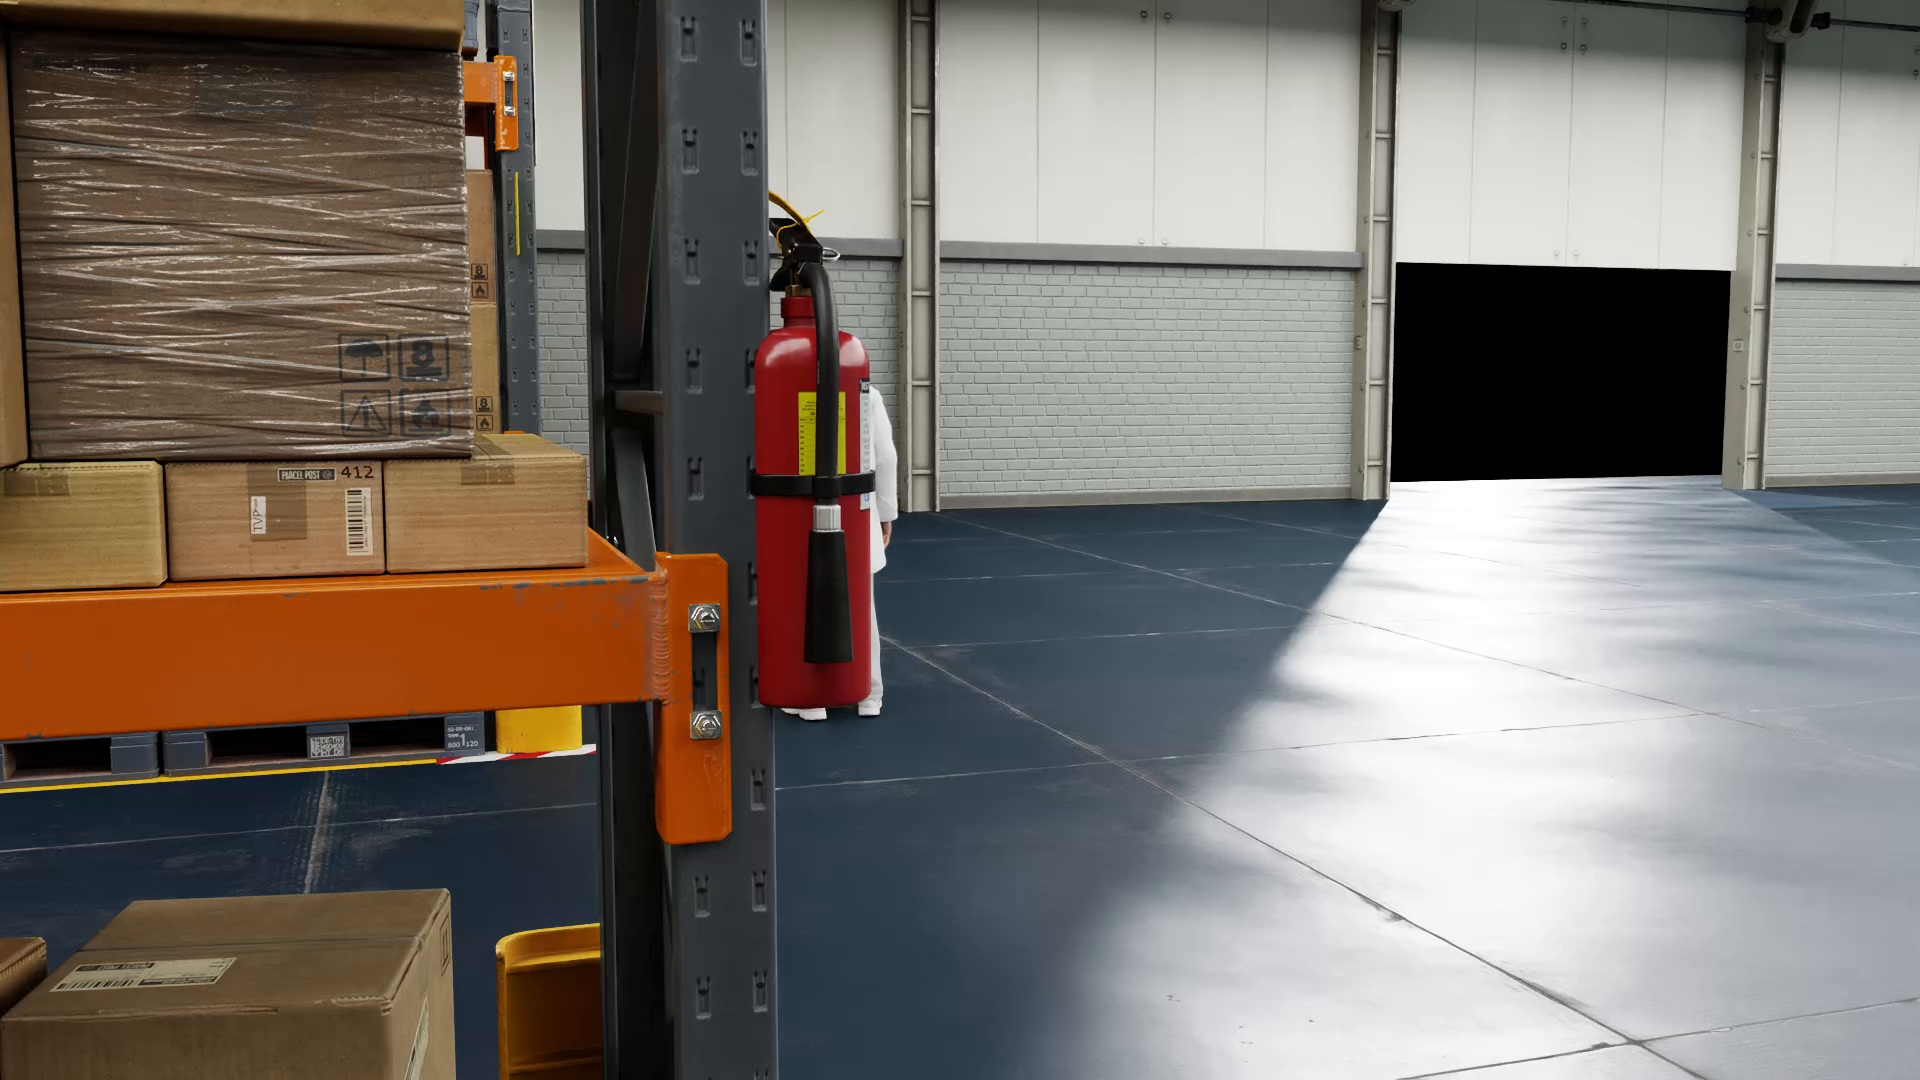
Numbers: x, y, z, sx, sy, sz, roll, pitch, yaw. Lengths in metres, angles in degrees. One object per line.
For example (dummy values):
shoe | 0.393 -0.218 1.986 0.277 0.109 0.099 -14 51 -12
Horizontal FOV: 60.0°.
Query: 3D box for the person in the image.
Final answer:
person | -0.595 -0.080 7.579 0.641 1.773 0.427 -2 6 -19
